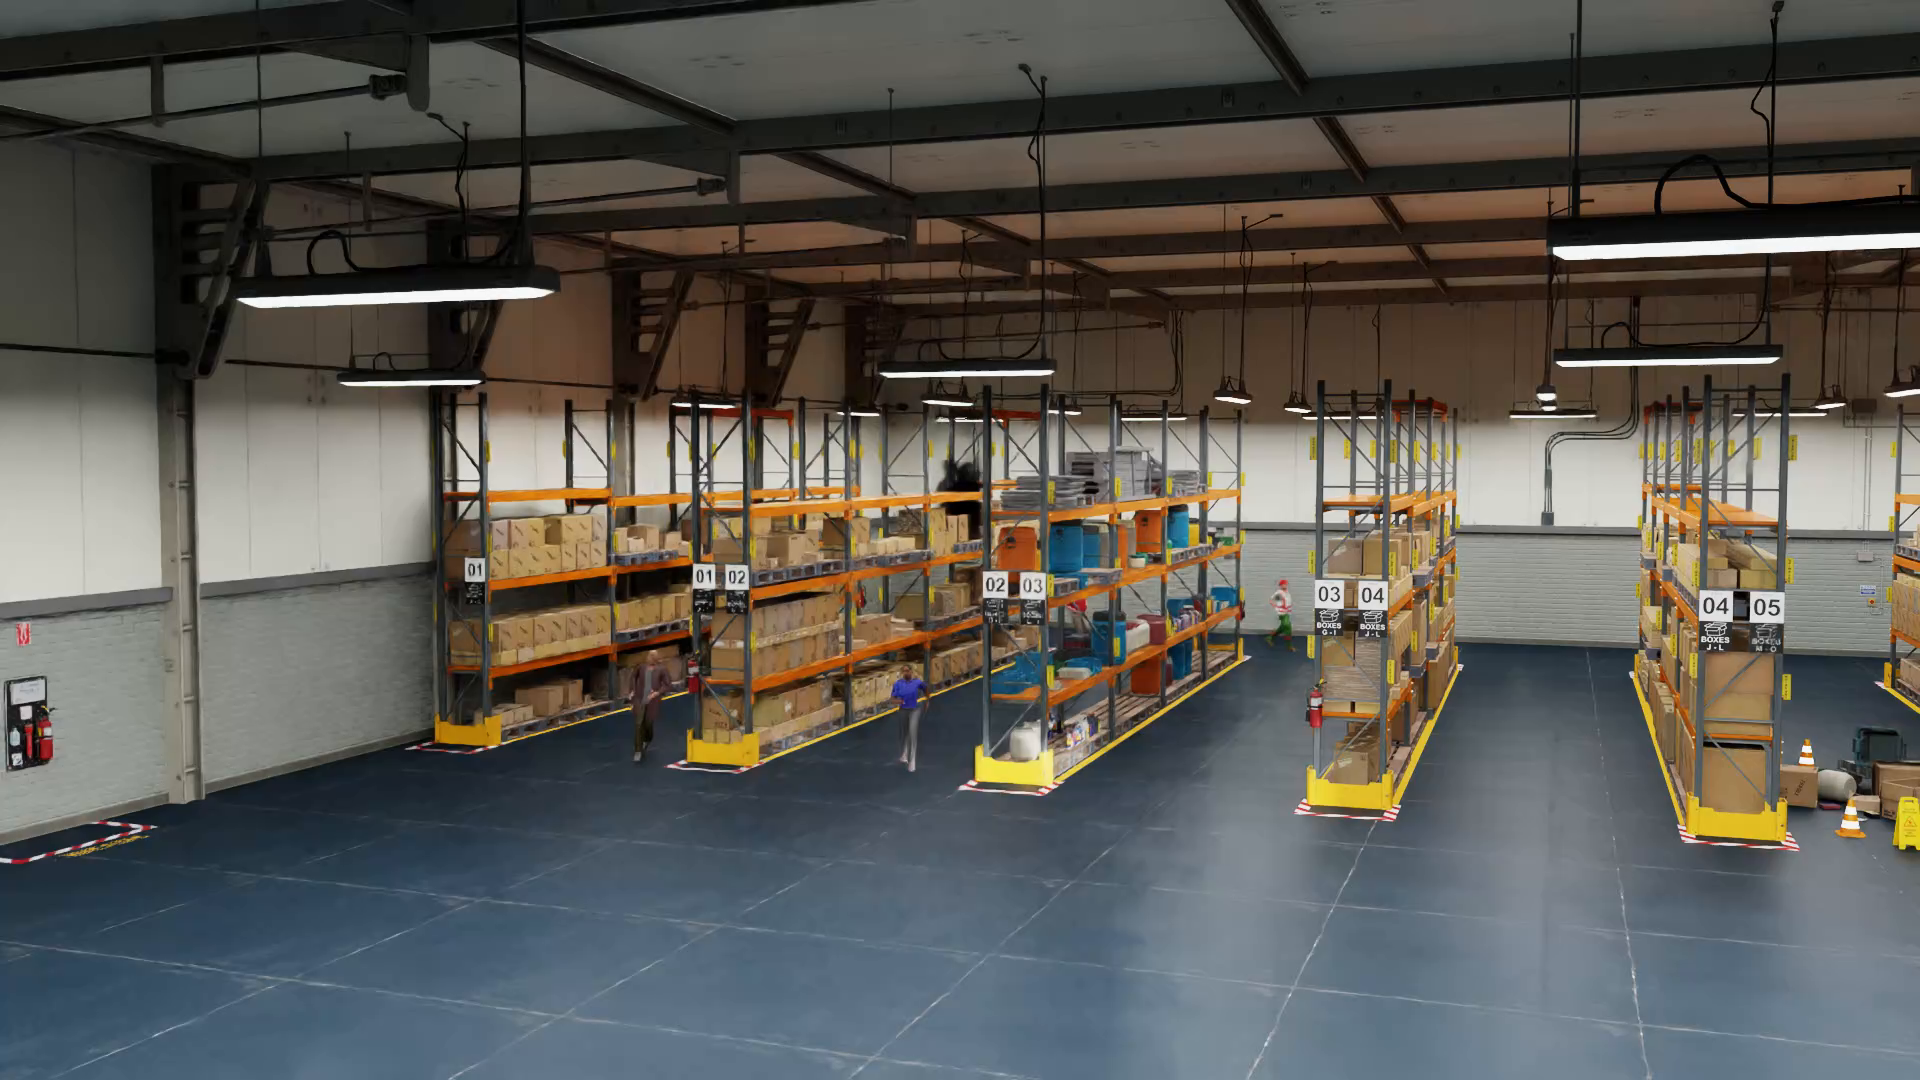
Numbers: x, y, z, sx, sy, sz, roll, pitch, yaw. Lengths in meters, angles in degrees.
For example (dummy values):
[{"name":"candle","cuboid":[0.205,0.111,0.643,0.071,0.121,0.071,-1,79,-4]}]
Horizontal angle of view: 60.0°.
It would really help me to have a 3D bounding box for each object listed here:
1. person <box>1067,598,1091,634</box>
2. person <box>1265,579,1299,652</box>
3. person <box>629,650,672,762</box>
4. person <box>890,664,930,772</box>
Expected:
[{"name":"person","cuboid":[3.034,1.932,41.964,0.719,1.690,0.590,-1,3,-22]},{"name":"person","cuboid":[8.124,1.880,41.850,0.924,1.796,0.638,2,4,37]},{"name":"person","cuboid":[-5.069,2.680,27.260,0.727,1.779,0.900,0,3,0]},{"name":"person","cuboid":[-0.787,2.785,26.198,0.586,1.690,0.875,0,3,6]}]
